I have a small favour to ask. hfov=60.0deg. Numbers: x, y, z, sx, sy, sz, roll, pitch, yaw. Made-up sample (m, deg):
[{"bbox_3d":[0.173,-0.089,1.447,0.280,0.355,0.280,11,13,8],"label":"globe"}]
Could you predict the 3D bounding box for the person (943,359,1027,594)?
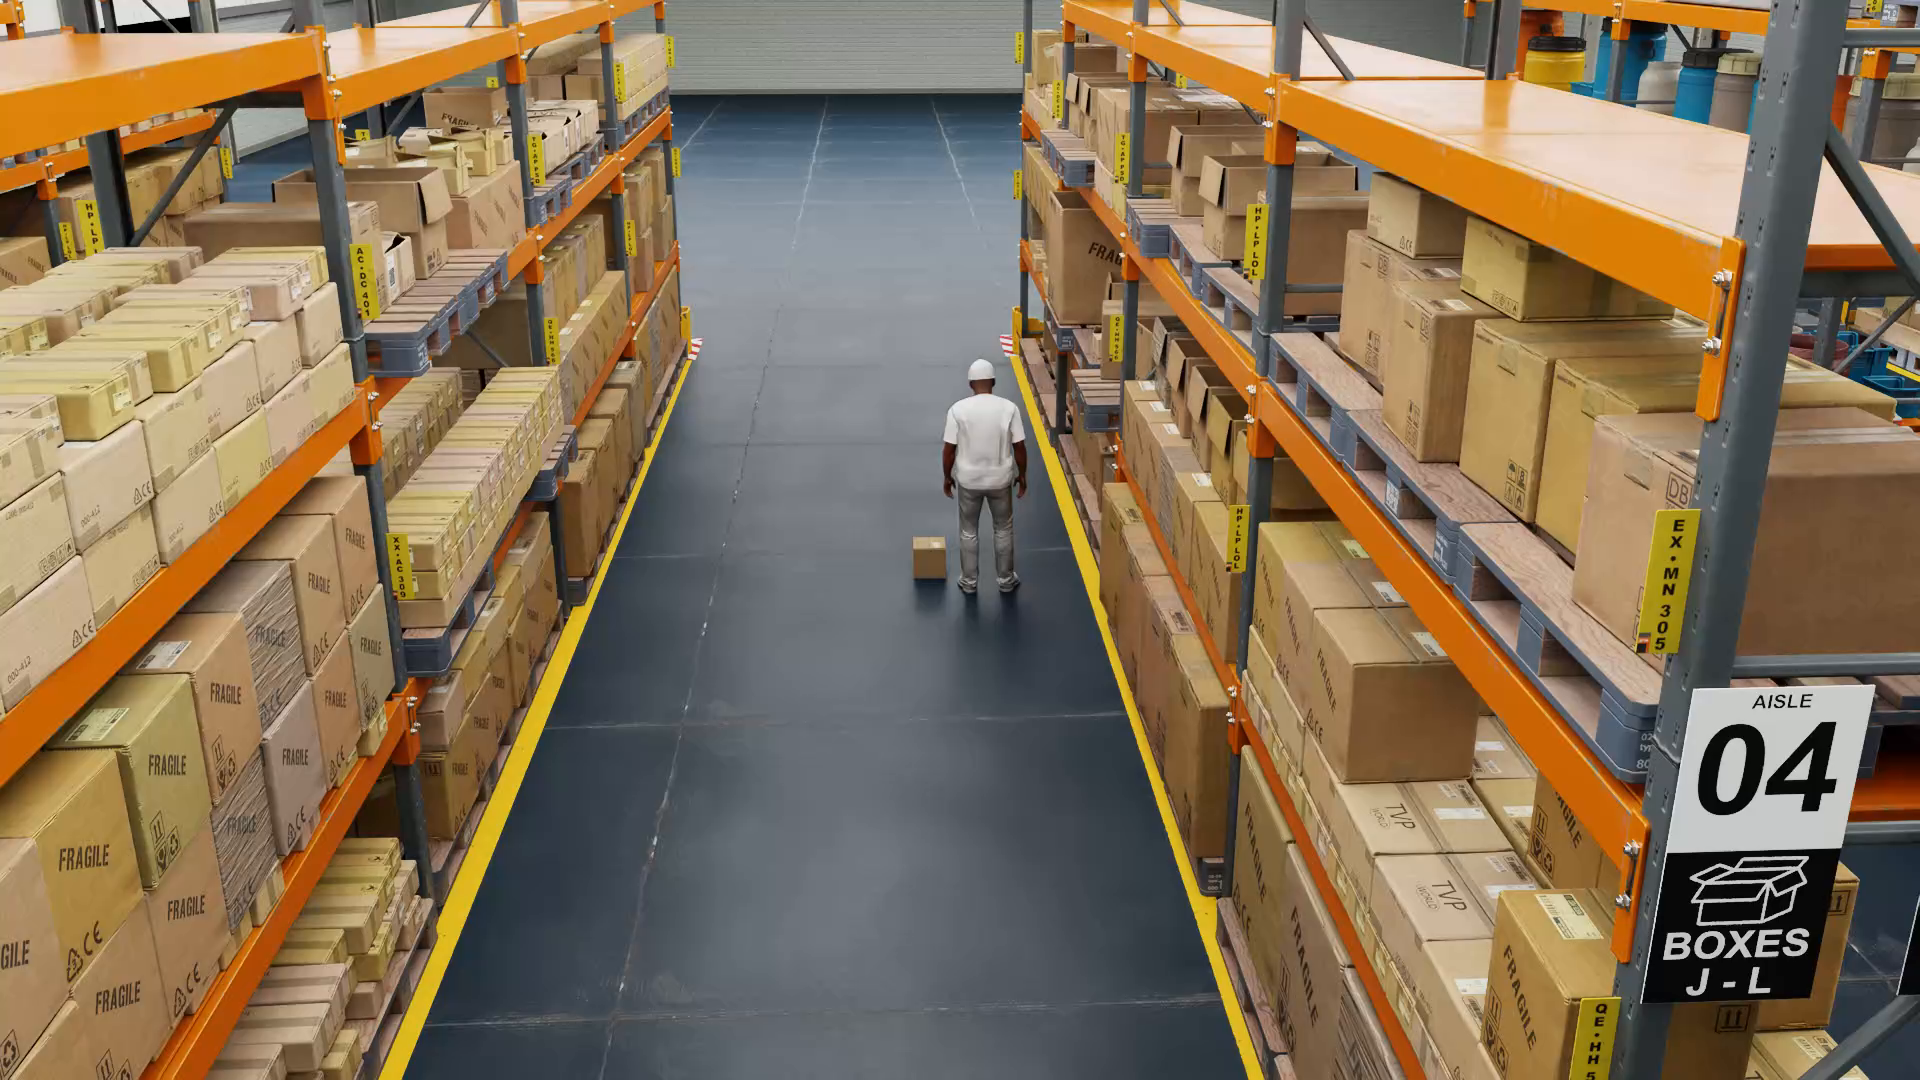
[{"bbox_3d":[0.184,-0.463,12.305,0.625,1.760,0.459,0,20,-1],"label":"person"}]
